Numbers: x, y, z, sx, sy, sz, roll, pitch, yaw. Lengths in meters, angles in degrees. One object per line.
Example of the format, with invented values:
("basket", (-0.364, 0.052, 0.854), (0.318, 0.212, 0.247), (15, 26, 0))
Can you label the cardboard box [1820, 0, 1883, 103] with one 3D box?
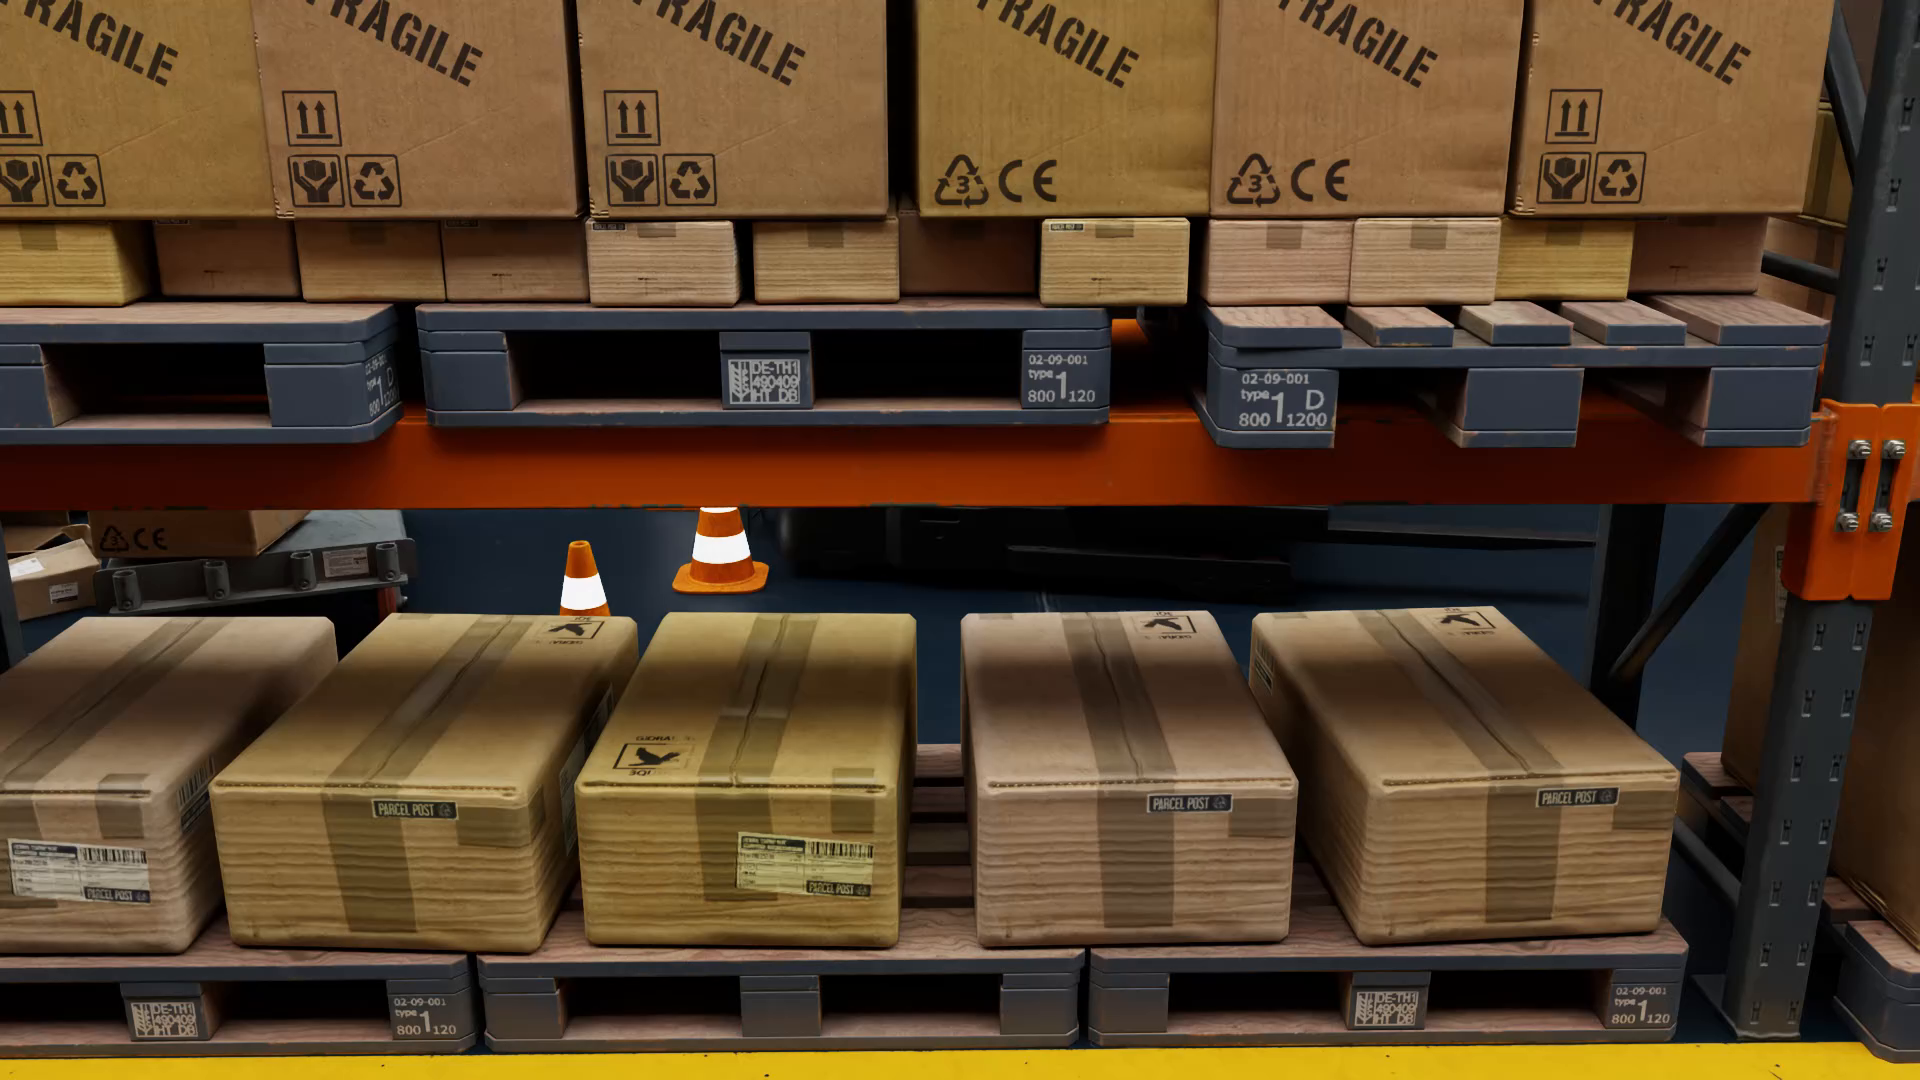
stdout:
("cardboard box", (2.146, -1.169, 3.480), (0.500, 0.500, 0.500), (-1, 18, -2))

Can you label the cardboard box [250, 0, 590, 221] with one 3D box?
("cardboard box", (-0.898, -0.848, 2.943), (0.500, 0.500, 0.500), (0, 18, -1))

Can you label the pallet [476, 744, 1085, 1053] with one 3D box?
("pallet", (-0.365, 0.773, 3.792), (1.213, 0.211, 1.003), (0, 18, -1))

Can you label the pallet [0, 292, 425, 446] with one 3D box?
("pallet", (-1.600, -0.411, 3.234), (1.213, 0.211, 1.003), (0, 18, -1))

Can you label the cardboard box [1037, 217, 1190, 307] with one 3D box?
("cardboard box", (0.264, -0.527, 3.004), (0.250, 0.149, 0.380), (0, 18, 0))

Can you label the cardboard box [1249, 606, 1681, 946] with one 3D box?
("cardboard box", (1.068, 0.488, 3.730), (0.625, 0.372, 0.950), (-1, 18, -5))

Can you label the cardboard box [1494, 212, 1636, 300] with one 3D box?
("cardboard box", (1.042, -0.546, 3.064), (0.250, 0.149, 0.380), (0, 18, 0))

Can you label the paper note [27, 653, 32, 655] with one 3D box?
("paper note", (-2.923, 0.352, 5.401), (0.142, 0.019, 0.148), (0, 18, -1))

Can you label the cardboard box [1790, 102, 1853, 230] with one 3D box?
("cardboard box", (2.114, -0.809, 3.587), (0.500, 0.250, 0.500), (0, 18, -1))

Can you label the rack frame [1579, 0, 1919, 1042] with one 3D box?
("rack frame", (1.633, -0.563, 3.391), (0.127, 3.000, 1.000), (0, 18, -1))

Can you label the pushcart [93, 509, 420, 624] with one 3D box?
("pushcart", (-2.452, 0.009, 5.902), (0.936, 0.377, 1.648), (-7, 19, -20))

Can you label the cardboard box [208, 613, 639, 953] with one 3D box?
("cardboard box", (-1.123, 0.500, 3.693), (0.625, 0.372, 0.950), (1, 18, 3))

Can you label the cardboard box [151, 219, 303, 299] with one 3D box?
("cardboard box", (-1.277, -0.553, 3.086), (0.250, 0.149, 0.380), (1, 18, 3))

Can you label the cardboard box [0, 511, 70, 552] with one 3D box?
("cardboard box", (-3.715, -0.189, 6.091), (0.503, 0.637, 0.797), (0, 18, -1))

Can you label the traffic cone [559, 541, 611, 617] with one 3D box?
("traffic cone", (-1.148, 0.231, 5.070), (0.334, 0.463, 0.336), (0, 18, -1))

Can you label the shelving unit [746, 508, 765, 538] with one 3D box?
("shelving unit", (-0.718, -0.467, 6.530), (0.210, 0.900, 0.258), (3, 18, 9))

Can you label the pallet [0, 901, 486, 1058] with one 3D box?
("pallet", (-1.588, 0.780, 3.770), (1.213, 0.211, 1.003), (0, 18, -1))

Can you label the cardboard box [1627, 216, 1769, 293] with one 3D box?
("cardboard box", (1.309, -0.570, 3.137), (0.250, 0.149, 0.380), (0, 18, 1))

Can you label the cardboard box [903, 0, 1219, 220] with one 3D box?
("cardboard box", (0.162, -0.856, 2.968), (0.500, 0.500, 0.500), (-1, 18, -5))

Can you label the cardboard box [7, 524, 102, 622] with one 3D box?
("cardboard box", (-3.215, 0.107, 5.780), (0.396, 0.266, 0.258), (-15, 23, -39))

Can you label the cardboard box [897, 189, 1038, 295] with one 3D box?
("cardboard box", (0.011, -0.564, 3.120), (0.250, 0.149, 0.380), (0, 18, 0))

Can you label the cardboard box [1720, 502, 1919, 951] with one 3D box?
("cardboard box", (2.325, 0.271, 3.583), (0.875, 0.875, 0.875), (0, 18, -1))

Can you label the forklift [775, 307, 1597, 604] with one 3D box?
("forklift", (0.882, -1.345, 5.943), (3.031, 2.935, 1.130), (3, 18, 9))

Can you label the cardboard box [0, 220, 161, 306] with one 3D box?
("cardboard box", (-1.559, -0.529, 3.008), (0.250, 0.149, 0.380), (0, 18, 0))

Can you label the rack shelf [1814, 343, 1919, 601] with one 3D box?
("rack shelf", (3.633, -0.230, 3.531), (4.000, 0.370, 1.077), (0, 18, -1))

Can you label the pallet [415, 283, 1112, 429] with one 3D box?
("pallet", (-0.345, -0.449, 3.352), (1.213, 0.211, 1.003), (0, 18, -1))

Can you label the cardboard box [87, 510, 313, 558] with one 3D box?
("cardboard box", (-2.424, -0.257, 5.292), (0.500, 0.500, 0.500), (0, 18, -1))

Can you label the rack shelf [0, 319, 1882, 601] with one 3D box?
("rack shelf", (-0.366, -0.211, 3.471), (4.000, 0.370, 1.077), (0, 18, -1))

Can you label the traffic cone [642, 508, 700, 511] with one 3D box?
("traffic cone", (-1.181, -0.392, 7.013), (0.334, 0.463, 0.336), (0, 18, -1))

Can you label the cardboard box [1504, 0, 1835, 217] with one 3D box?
("cardboard box", (1.183, -0.865, 2.995), (0.500, 0.500, 0.500), (-1, 18, -2))

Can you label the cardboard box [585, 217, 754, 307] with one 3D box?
("cardboard box", (-0.505, -0.528, 3.006), (0.250, 0.149, 0.380), (0, 18, 1))

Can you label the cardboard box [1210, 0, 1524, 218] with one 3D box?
("cardboard box", (0.666, -0.859, 2.977), (0.500, 0.500, 0.500), (-1, 18, -2))

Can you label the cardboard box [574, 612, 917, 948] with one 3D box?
("cardboard box", (-0.428, 0.496, 3.705), (0.625, 0.372, 0.950), (0, 18, 1))

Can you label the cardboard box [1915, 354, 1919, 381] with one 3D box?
("cardboard box", (2.127, -0.417, 3.182), (0.500, 0.250, 0.500), (-1, 18, -2))

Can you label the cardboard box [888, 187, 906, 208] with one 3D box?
("cardboard box", (-0.049, -0.687, 3.502), (0.250, 0.149, 0.380), (0, 18, 1))

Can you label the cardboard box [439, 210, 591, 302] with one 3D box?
("cardboard box", (-0.772, -0.542, 3.051), (0.250, 0.149, 0.380), (0, 18, 0))

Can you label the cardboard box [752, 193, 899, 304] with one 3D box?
("cardboard box", (-0.239, -0.538, 3.038), (0.250, 0.149, 0.380), (-1, 18, -3))

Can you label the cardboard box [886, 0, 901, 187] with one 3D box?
("cardboard box", (-0.372, -1.011, 3.451), (0.500, 0.500, 0.500), (-1, 18, -3))

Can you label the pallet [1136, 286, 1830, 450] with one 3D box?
("pallet", (0.922, -0.436, 3.309), (1.003, 0.211, 1.213), (0, 18, -1))

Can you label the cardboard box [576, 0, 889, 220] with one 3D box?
("cardboard box", (-0.384, -0.854, 2.961), (0.500, 0.500, 0.500), (-1, 18, -3))

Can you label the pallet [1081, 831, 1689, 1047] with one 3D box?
("pallet", (0.852, 0.768, 3.807), (1.213, 0.211, 1.003), (0, 18, -1))

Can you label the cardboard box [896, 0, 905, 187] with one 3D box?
("cardboard box", (0.128, -1.011, 3.451), (0.500, 0.500, 0.500), (0, 18, 0))

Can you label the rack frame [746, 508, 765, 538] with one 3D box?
("rack frame", (-0.818, -0.472, 6.545), (0.006, 0.900, 0.240), (3, 18, 9))

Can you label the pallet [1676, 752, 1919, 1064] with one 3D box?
("pallet", (2.423, 0.784, 3.758), (1.213, 0.211, 1.003), (0, 18, -1))

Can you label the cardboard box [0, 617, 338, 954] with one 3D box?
("cardboard box", (-1.842, 0.504, 3.679), (0.625, 0.372, 0.950), (0, 18, 0))

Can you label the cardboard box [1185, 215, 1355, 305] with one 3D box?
("cardboard box", (0.539, -0.533, 3.021), (0.250, 0.149, 0.380), (-1, 18, -3))

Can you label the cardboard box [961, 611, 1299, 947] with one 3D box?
("cardboard box", (0.330, 0.494, 3.711), (0.625, 0.372, 0.950), (-1, 18, -2))

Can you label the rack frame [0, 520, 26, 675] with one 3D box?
("rack frame", (-2.366, -0.544, 3.331), (0.127, 3.000, 1.000), (0, 18, -1))

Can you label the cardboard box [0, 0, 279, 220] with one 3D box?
("cardboard box", (-1.392, -0.850, 2.949), (0.500, 0.500, 0.500), (0, 18, -1))

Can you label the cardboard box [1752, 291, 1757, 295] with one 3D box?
("cardboard box", (3.692, -1.019, 8.219), (0.500, 0.500, 0.500), (-1, 18, -2))

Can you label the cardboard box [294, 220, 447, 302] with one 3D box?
("cardboard box", (-1.019, -0.542, 3.050), (0.250, 0.149, 0.380), (0, 18, 0))

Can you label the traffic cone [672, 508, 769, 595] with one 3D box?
("traffic cone", (-0.874, -0.076, 6.027), (0.334, 0.463, 0.336), (0, 18, -1))

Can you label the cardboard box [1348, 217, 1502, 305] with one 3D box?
("cardboard box", (0.791, -0.531, 3.017), (0.250, 0.149, 0.380), (0, 18, -1))

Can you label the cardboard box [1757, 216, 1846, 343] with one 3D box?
("cardboard box", (2.135, -0.573, 3.669), (0.500, 0.250, 0.500), (-1, 18, -3))
